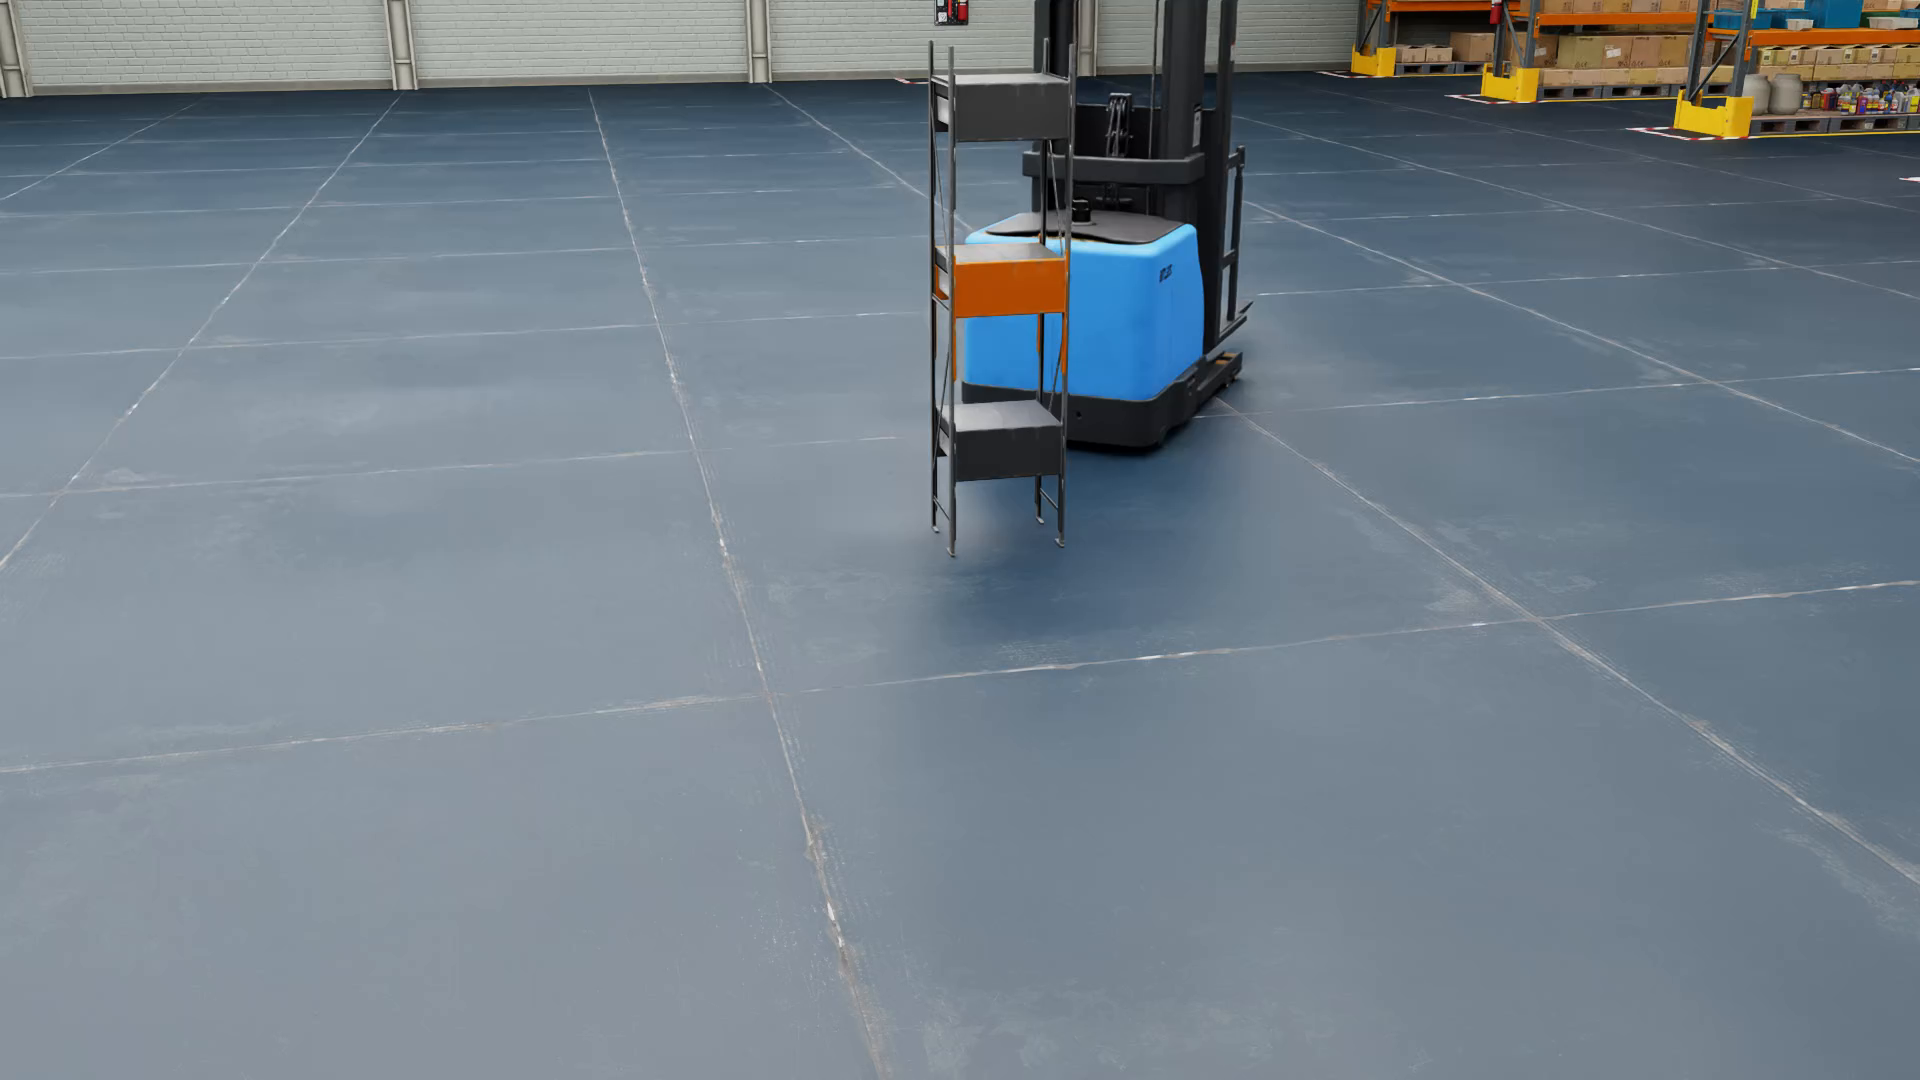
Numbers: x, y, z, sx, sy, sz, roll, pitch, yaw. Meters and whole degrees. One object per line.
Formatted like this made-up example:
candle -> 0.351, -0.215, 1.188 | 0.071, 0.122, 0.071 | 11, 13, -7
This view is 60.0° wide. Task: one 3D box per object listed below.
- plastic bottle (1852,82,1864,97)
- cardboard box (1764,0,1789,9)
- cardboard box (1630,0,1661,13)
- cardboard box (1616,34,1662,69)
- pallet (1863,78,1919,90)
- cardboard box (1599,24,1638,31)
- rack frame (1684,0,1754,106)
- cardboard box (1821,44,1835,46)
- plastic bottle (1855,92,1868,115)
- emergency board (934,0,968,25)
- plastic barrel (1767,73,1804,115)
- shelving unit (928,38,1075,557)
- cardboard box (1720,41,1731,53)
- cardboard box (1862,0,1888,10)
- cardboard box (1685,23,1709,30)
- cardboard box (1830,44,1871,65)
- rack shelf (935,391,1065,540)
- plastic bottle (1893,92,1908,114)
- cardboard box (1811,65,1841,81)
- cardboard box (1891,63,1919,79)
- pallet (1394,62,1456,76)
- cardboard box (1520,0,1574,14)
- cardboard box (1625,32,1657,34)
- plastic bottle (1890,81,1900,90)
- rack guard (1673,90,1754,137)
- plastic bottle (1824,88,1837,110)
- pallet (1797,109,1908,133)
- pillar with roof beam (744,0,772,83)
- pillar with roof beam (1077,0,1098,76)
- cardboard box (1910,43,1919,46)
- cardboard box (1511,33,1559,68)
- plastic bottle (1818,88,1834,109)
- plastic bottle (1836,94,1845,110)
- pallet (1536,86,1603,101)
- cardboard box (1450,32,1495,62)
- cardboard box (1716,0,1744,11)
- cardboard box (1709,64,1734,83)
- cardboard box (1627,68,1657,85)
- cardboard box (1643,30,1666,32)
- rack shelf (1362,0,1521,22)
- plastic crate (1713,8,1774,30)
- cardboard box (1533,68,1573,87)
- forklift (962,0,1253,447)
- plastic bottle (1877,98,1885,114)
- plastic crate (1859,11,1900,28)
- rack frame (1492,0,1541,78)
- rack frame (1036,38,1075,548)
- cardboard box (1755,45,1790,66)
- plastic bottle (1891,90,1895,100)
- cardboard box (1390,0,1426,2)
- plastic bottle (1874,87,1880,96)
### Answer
plastic bottle -> 12.341, -6.127, 22.890 | 0.185, 0.351, 0.144 | -5, 21, -13
cardboard box -> 13.152, -8.779, 27.137 | 0.500, 0.250, 0.500 | -3, 20, -9
cardboard box -> 10.754, -8.682, 26.510 | 0.500, 0.500, 0.700 | -4, 21, -11
cardboard box -> 10.824, -7.823, 26.607 | 0.500, 0.500, 0.500 | -5, 21, -12
pallet -> 15.766, -7.751, 28.167 | 1.213, 0.211, 1.003 | -5, 21, -12
cardboard box -> 12.680, -9.938, 31.989 | 0.500, 0.250, 0.500 | -5, 21, -14
rack frame -> 9.927, -6.821, 21.574 | 0.127, 3.000, 1.000 | -5, 21, -12
cardboard box -> 14.492, -8.214, 27.948 | 0.500, 0.311, 0.500 | -5, 21, -13
plastic bottle -> 11.987, -5.803, 22.104 | 0.133, 0.283, 0.061 | -4, 21, -12
emergency board -> -0.123, -9.824, 29.773 | 0.643, 1.169, 0.194 | -5, 21, -12
plastic barrel -> 11.037, -5.967, 22.250 | 0.421, 0.512, 0.421 | 0, 20, 0
shelving unit -> 0.161, -0.999, 6.989 | 0.503, 2.100, 0.431 | -5, 21, -12
cardboard box -> 14.744, -9.729, 32.506 | 0.500, 0.500, 0.700 | -4, 21, -12
cardboard box -> 14.947, -9.021, 27.435 | 0.500, 0.500, 0.500 | -6, 21, -15
cardboard box -> 14.175, -10.057, 32.311 | 0.500, 0.250, 0.500 | -4, 21, -11
cardboard box -> 14.638, -8.037, 27.464 | 0.500, 0.311, 0.500 | -4, 21, -11
rack shelf -> 0.161, -0.329, 7.235 | 0.480, 0.518, 0.431 | -5, 21, -12
plastic bottle -> 12.599, -5.865, 22.286 | 0.135, 0.276, 0.152 | -4, 21, -11
cardboard box -> 14.134, -7.733, 27.450 | 0.500, 0.250, 0.500 | -5, 21, -14
cardboard box -> 15.619, -7.853, 27.779 | 0.500, 0.250, 0.500 | -5, 21, -13
pallet -> 8.520, -8.886, 31.266 | 1.213, 0.211, 1.003 | -5, 21, -12
cardboard box -> 9.248, -8.559, 26.173 | 0.500, 0.500, 0.700 | -5, 21, -12
cardboard box -> 11.187, -8.043, 27.207 | 0.500, 0.500, 0.500 | -5, 21, -12
plastic bottle -> 12.938, -6.175, 23.023 | 0.185, 0.351, 0.144 | -4, 21, -11
rack guard -> 9.990, -5.669, 22.063 | 0.348, 0.500, 1.175 | -5, 21, -12
plastic bottle -> 11.890, -6.019, 22.695 | 0.133, 0.283, 0.061 | -5, 21, -12
pallet -> 11.967, -5.691, 22.544 | 1.213, 0.211, 1.003 | -5, 21, -12
pillar with roof beam -> -2.558, -10.908, 24.010 | 0.400, 9.000, 9.100 | -5, 21, -12
pillar with roof beam -> 3.281, -11.383, 25.306 | 0.400, 9.000, 9.100 | -5, 21, -12
cardboard box -> 16.123, -8.158, 27.795 | 0.500, 0.311, 0.500 | -4, 21, -11
cardboard box -> 9.244, -7.879, 26.760 | 0.500, 0.500, 0.500 | -5, 21, -12
plastic bottle -> 11.865, -6.051, 22.793 | 0.135, 0.276, 0.152 | -4, 21, -12
plastic bottle -> 12.047, -5.987, 22.726 | 0.097, 0.201, 0.097 | 0, 20, 0
pallet -> 9.525, -7.244, 26.784 | 1.213, 0.211, 1.003 | -5, 21, -12
cardboard box -> 9.621, -9.281, 31.284 | 0.500, 0.500, 0.700 | -6, 21, -16
cardboard box -> 12.253, -8.805, 26.846 | 0.500, 0.500, 0.700 | -5, 21, -14
cardboard box -> 12.282, -7.592, 27.066 | 0.500, 0.250, 0.500 | -5, 21, -12
cardboard box -> 10.824, -7.471, 26.737 | 0.500, 0.250, 0.500 | -5, 21, -12
cardboard box -> 13.249, -9.635, 32.250 | 0.500, 0.500, 0.700 | -4, 21, -12
rack shelf -> 9.593, -9.957, 31.183 | 4.000, 0.370, 1.077 | -5, 21, -12
plastic crate -> 10.345, -6.891, 21.981 | 0.616, 0.251, 0.499 | -5, 21, -12
cardboard box -> 9.364, -7.353, 26.414 | 0.500, 0.250, 0.500 | -5, 21, -12
forklift -> 1.041, -2.315, 9.374 | 1.130, 2.935, 3.031 | 8, 22, 21
plastic bottle -> 12.290, -5.795, 22.203 | 0.097, 0.201, 0.097 | 0, 20, 0
plastic crate -> 12.433, -7.025, 22.439 | 0.662, 0.188, 0.450 | -5, 21, -12
rack frame -> 8.791, -8.479, 26.101 | 0.127, 3.000, 1.000 | -5, 21, -12
rack frame -> 0.399, -1.018, 7.042 | 0.015, 2.100, 0.400 | -5, 21, -12
cardboard box -> 13.143, -7.914, 27.131 | 0.500, 0.311, 0.500 | -5, 21, -12
plastic bottle -> 12.574, -5.904, 22.381 | 0.133, 0.283, 0.061 | -5, 21, -12
cardboard box -> 8.195, -10.008, 30.464 | 0.500, 0.250, 0.500 | -5, 21, -14
plastic bottle -> 12.620, -6.099, 22.930 | 0.097, 0.271, 0.097 | 0, 20, 0
